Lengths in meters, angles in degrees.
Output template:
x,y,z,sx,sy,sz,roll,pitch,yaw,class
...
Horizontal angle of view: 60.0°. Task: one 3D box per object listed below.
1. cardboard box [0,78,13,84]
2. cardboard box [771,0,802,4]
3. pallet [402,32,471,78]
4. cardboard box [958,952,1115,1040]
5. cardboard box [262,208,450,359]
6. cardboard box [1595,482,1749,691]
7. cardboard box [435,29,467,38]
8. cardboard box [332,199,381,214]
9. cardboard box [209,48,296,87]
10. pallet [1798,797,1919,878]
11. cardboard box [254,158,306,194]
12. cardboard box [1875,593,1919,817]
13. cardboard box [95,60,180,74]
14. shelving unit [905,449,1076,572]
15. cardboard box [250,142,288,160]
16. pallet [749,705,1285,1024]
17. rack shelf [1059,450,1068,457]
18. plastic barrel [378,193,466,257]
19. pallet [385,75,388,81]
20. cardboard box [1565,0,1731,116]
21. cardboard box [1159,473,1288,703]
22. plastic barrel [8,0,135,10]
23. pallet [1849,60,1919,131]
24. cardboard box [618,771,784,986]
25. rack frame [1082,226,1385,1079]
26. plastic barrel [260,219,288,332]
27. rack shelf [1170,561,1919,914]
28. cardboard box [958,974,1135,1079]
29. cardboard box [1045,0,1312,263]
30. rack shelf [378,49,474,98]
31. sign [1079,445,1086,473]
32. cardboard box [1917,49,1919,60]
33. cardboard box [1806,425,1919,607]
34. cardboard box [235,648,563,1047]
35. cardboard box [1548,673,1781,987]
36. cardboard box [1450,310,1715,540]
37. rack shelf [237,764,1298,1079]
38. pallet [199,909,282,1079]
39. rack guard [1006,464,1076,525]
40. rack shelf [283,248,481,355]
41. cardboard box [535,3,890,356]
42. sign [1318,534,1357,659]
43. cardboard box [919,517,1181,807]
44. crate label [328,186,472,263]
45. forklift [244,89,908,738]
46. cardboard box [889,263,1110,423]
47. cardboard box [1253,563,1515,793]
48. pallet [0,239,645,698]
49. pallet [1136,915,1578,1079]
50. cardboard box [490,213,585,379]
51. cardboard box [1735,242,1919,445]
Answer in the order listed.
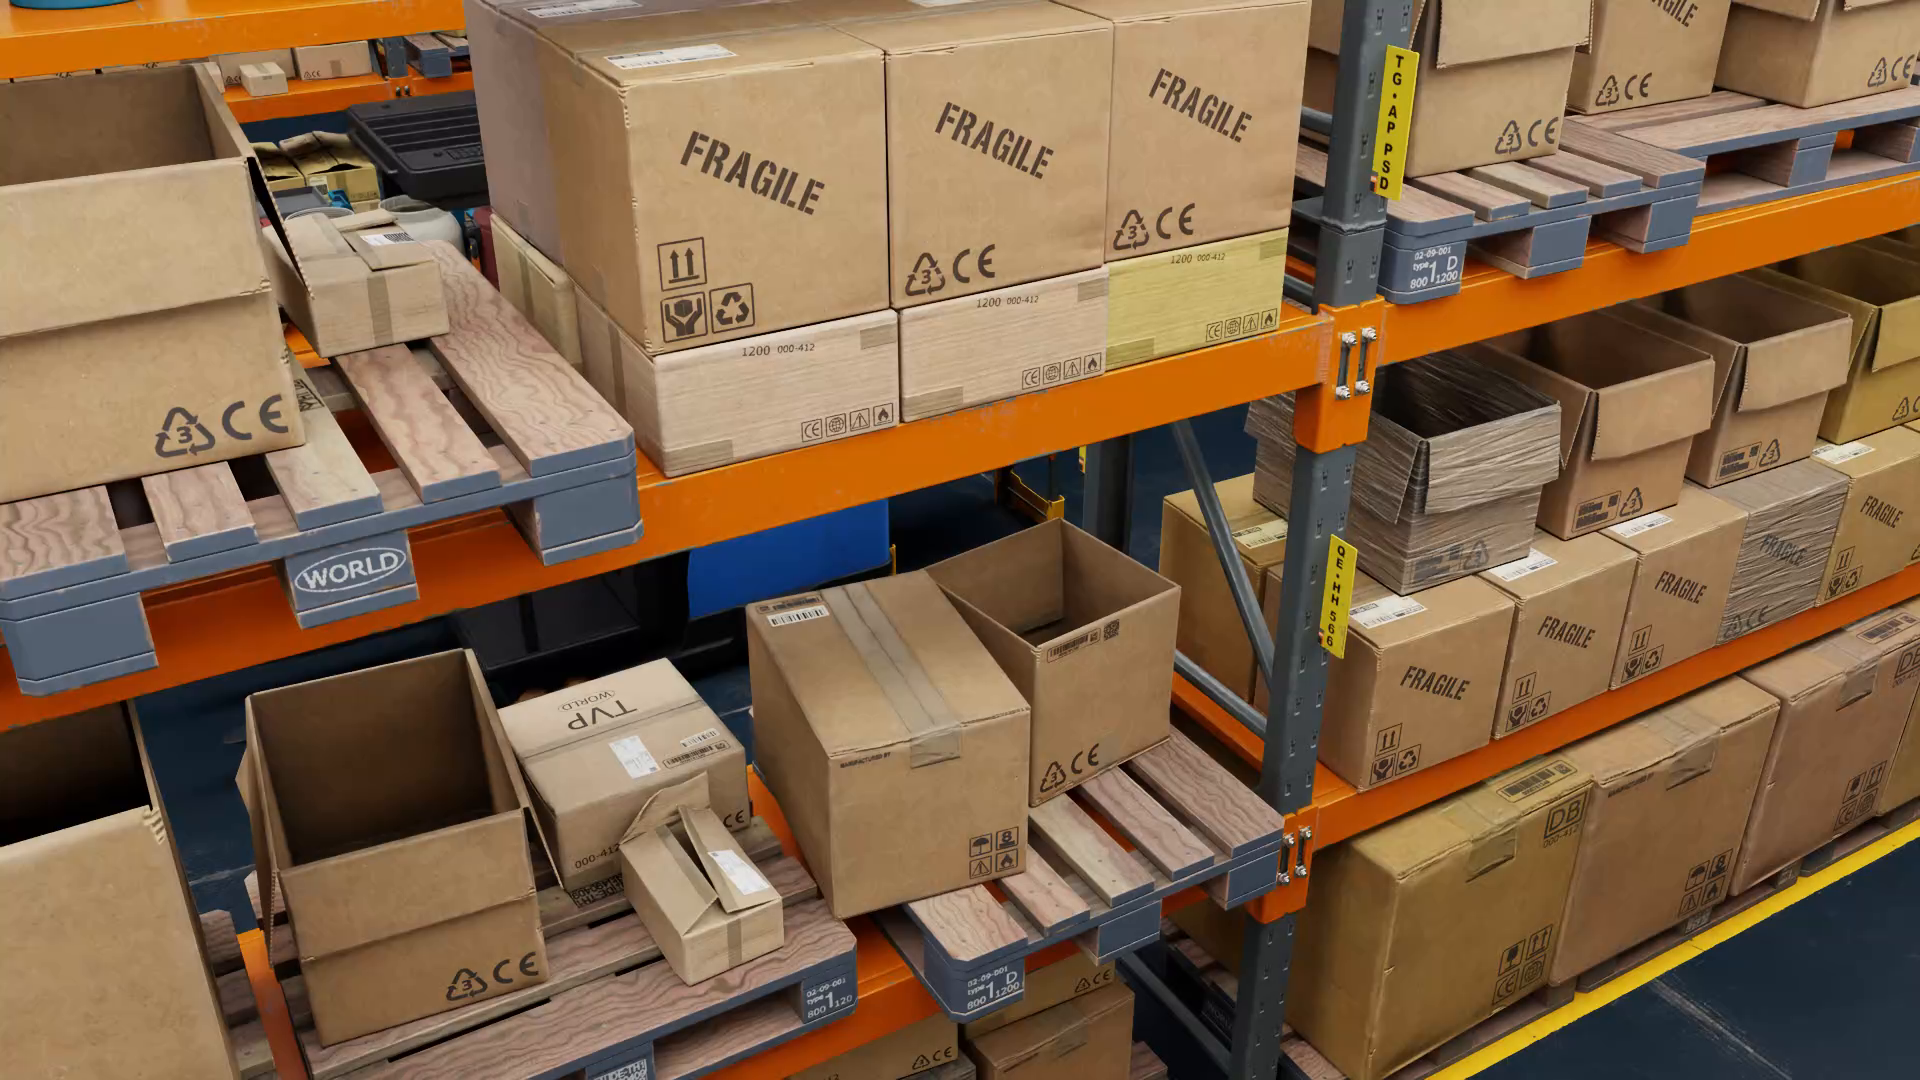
x,y,z,sx,sy,sz,roll,pitch,yaw,class
-6.658,-3.108,11.173,0.500,0.500,0.500,-13,32,-23,cardboard box
-0.293,-1.051,3.824,0.500,0.500,0.500,-16,33,-26,cardboard box
-3.785,-3.844,12.810,1.003,0.211,1.213,-16,33,-26,pallet
0.119,1.145,4.927,0.500,0.250,0.500,-14,32,-24,cardboard box
-1.201,-0.522,3.293,0.250,0.166,0.380,-17,33,-28,cardboard box
2.122,0.091,5.377,0.500,0.500,0.500,-16,33,-27,cardboard box
-3.848,-4.162,12.648,0.700,0.500,0.500,22,36,34,cardboard box
-4.664,-2.483,12.555,0.500,0.250,0.500,-15,32,-25,cardboard box
-5.203,-3.556,12.181,0.500,0.311,0.500,-16,33,-27,cardboard box
3.503,0.857,6.979,1.213,0.211,1.003,-16,33,-26,pallet
-5.105,-2.598,12.183,0.500,0.311,0.500,-16,33,-27,cardboard box
3.589,0.327,6.817,0.875,0.875,1.225,-16,33,-26,cardboard box
-5.772,-3.359,11.629,0.500,0.500,0.500,-18,34,-29,cardboard box
-0.001,-0.656,8.387,1.083,1.500,0.587,-16,33,-26,shelving unit
-5.383,-2.821,12.587,0.500,0.311,0.500,-17,33,-28,cardboard box
0.121,0.698,4.580,1.003,0.211,1.213,-16,33,-26,pallet
-0.009,-0.497,8.470,1.000,0.185,0.538,-16,33,-26,rack shelf
-2.606,-1.377,8.024,0.421,0.512,0.421,0,29,0,plastic barrel
-6.129,-4.736,17.114,1.213,0.211,1.003,-16,33,-26,pallet
1.871,-1.573,4.854,0.500,0.500,0.500,-14,32,-24,cardboard box
0.982,0.127,5.312,0.500,0.500,0.500,-15,32,-25,cardboard box
-3.820,-2.757,7.018,0.708,0.901,0.600,-16,33,-26,plastic barrel
3.365,-1.569,5.582,1.217,0.209,0.805,-17,33,-28,pallet
-0.619,0.790,3.918,0.258,0.266,0.396,-17,33,-28,cardboard box
0.682,0.395,4.930,0.127,3.000,1.000,-16,33,-26,rack frame
-3.335,-1.177,7.638,0.433,0.535,0.433,0,29,0,plastic barrel
2.406,0.220,5.991,4.000,0.370,1.077,-16,33,-26,rack shelf
0.114,1.469,5.116,0.500,0.500,0.700,-18,33,-29,cardboard box
0.397,-0.960,3.660,0.500,0.500,0.500,-15,32,-25,cardboard box
-2.609,-3.908,13.471,4.000,0.370,1.077,-16,33,-26,rack shelf
0.398,-0.343,5.068,0.005,0.325,0.100,-16,33,-26,sign
3.139,-1.811,5.481,0.500,0.311,0.500,-17,33,-28,cardboard box
2.988,-0.151,5.815,0.500,0.500,0.500,-16,33,-27,cardboard box
-1.319,0.682,3.868,0.637,0.503,0.797,-12,31,-21,cardboard box
2.060,0.766,6.022,0.875,0.875,1.225,-16,33,-26,cardboard box
1.884,-0.419,5.263,0.637,0.503,0.797,-15,32,-25,cardboard box
-1.043,1.199,4.217,4.000,0.370,1.077,-16,33,-26,rack shelf
-2.034,1.331,3.432,1.213,0.211,1.003,-16,33,-26,pallet
0.430,-0.230,8.908,0.087,0.250,0.587,-16,33,-26,rack guard
-3.552,-0.864,7.956,4.000,0.370,1.077,-16,33,-26,rack shelf
-0.474,-0.715,3.216,0.500,0.500,0.500,-15,32,-25,cardboard box
0.965,0.146,4.264,0.005,0.325,0.100,-16,33,-26,sign
0.236,0.316,4.535,0.500,0.500,0.500,-20,35,-32,cardboard box
-2.821,-1.554,8.424,0.616,0.435,0.502,-16,33,-26,crate label
-1.784,-0.782,7.134,3.031,2.935,1.130,-16,33,-26,forklift
-0.025,-0.507,3.615,0.500,0.250,0.500,-16,33,-27,cardboard box
1.239,0.345,4.916,0.500,0.500,0.500,-15,32,-25,cardboard box
-1.288,-0.219,3.132,1.003,0.211,1.213,-16,33,-26,pallet
1.400,1.454,5.897,1.213,0.211,1.003,-16,33,-26,pallet
-0.734,-0.589,3.763,0.500,0.250,0.500,-15,32,-25,cardboard box
2.986,-0.744,5.853,0.637,0.503,0.797,-15,32,-26,cardboard box
